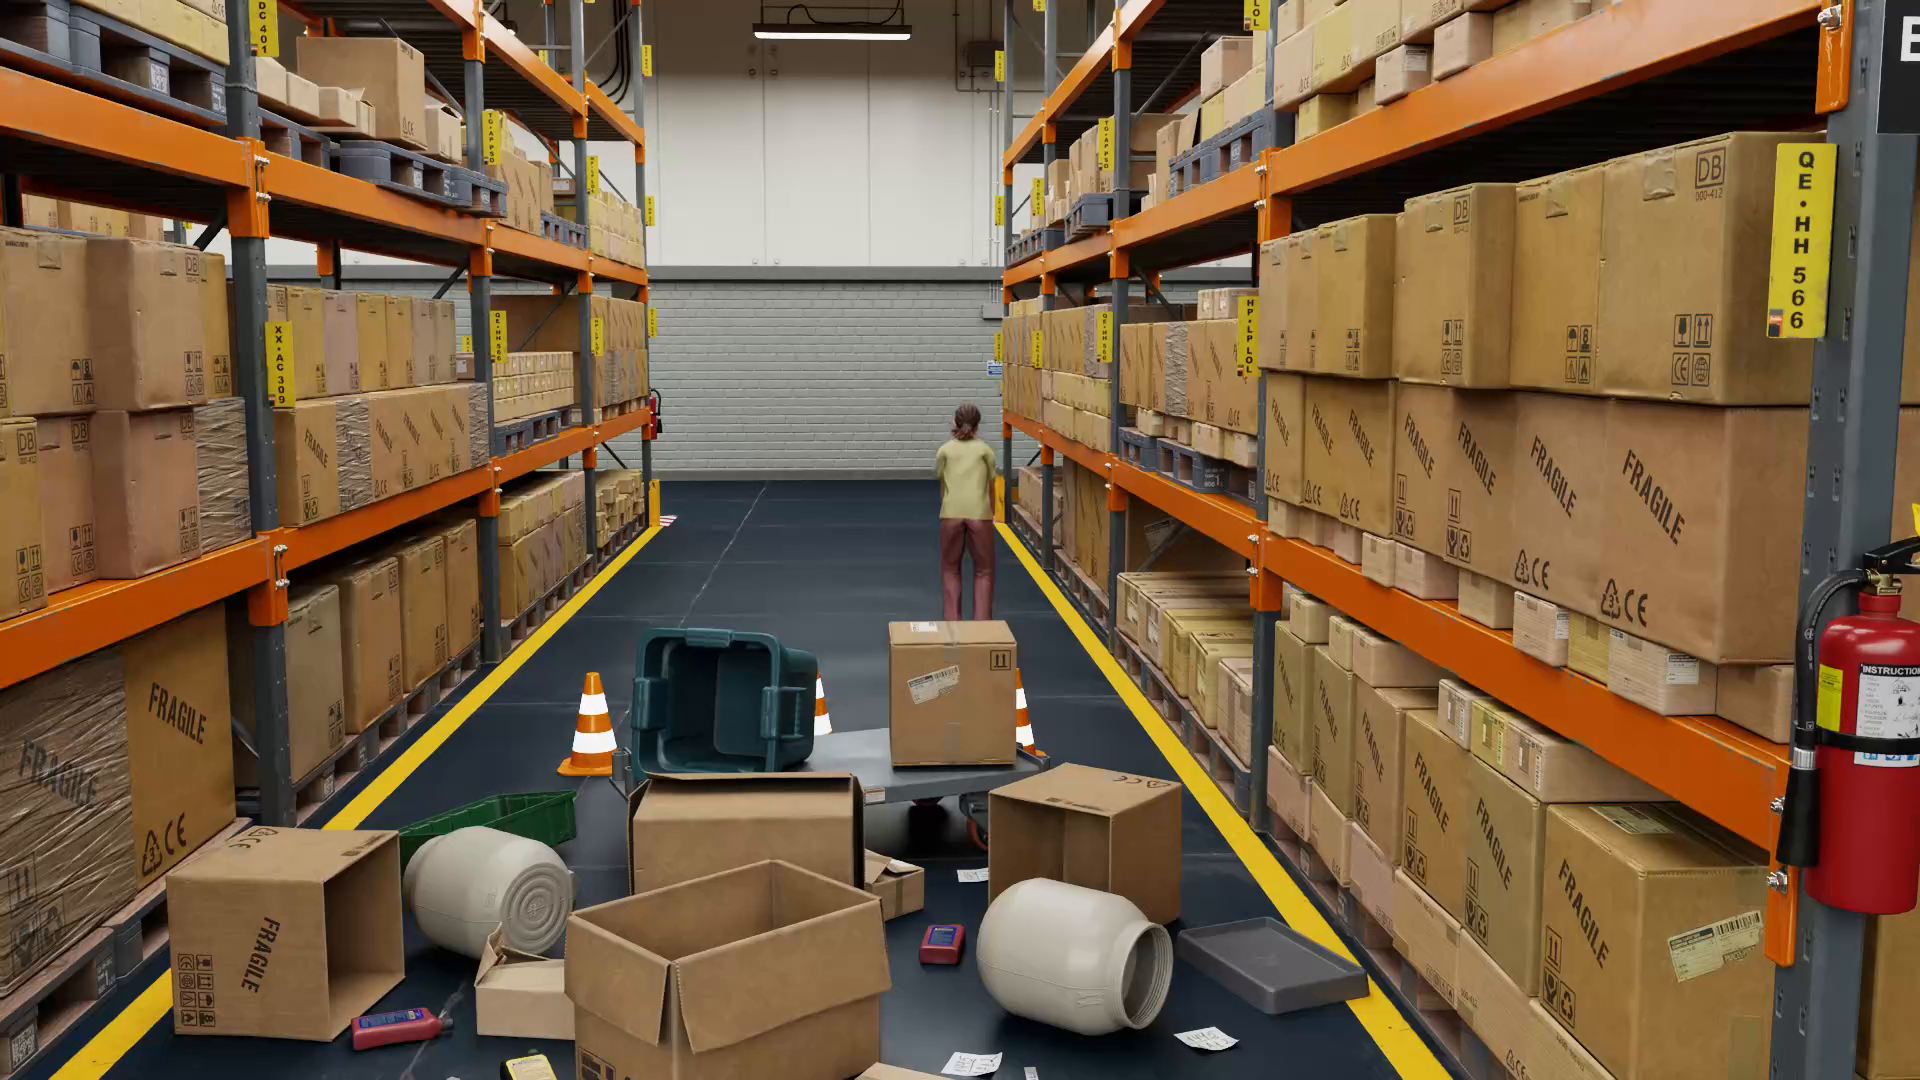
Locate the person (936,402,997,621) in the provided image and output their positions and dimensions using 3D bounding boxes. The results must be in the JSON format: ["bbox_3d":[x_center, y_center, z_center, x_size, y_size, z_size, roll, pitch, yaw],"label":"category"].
[{"bbox_3d":[0.044,0.003,11.358,0.407,1.410,0.527,1,7,5],"label":"person"}]
